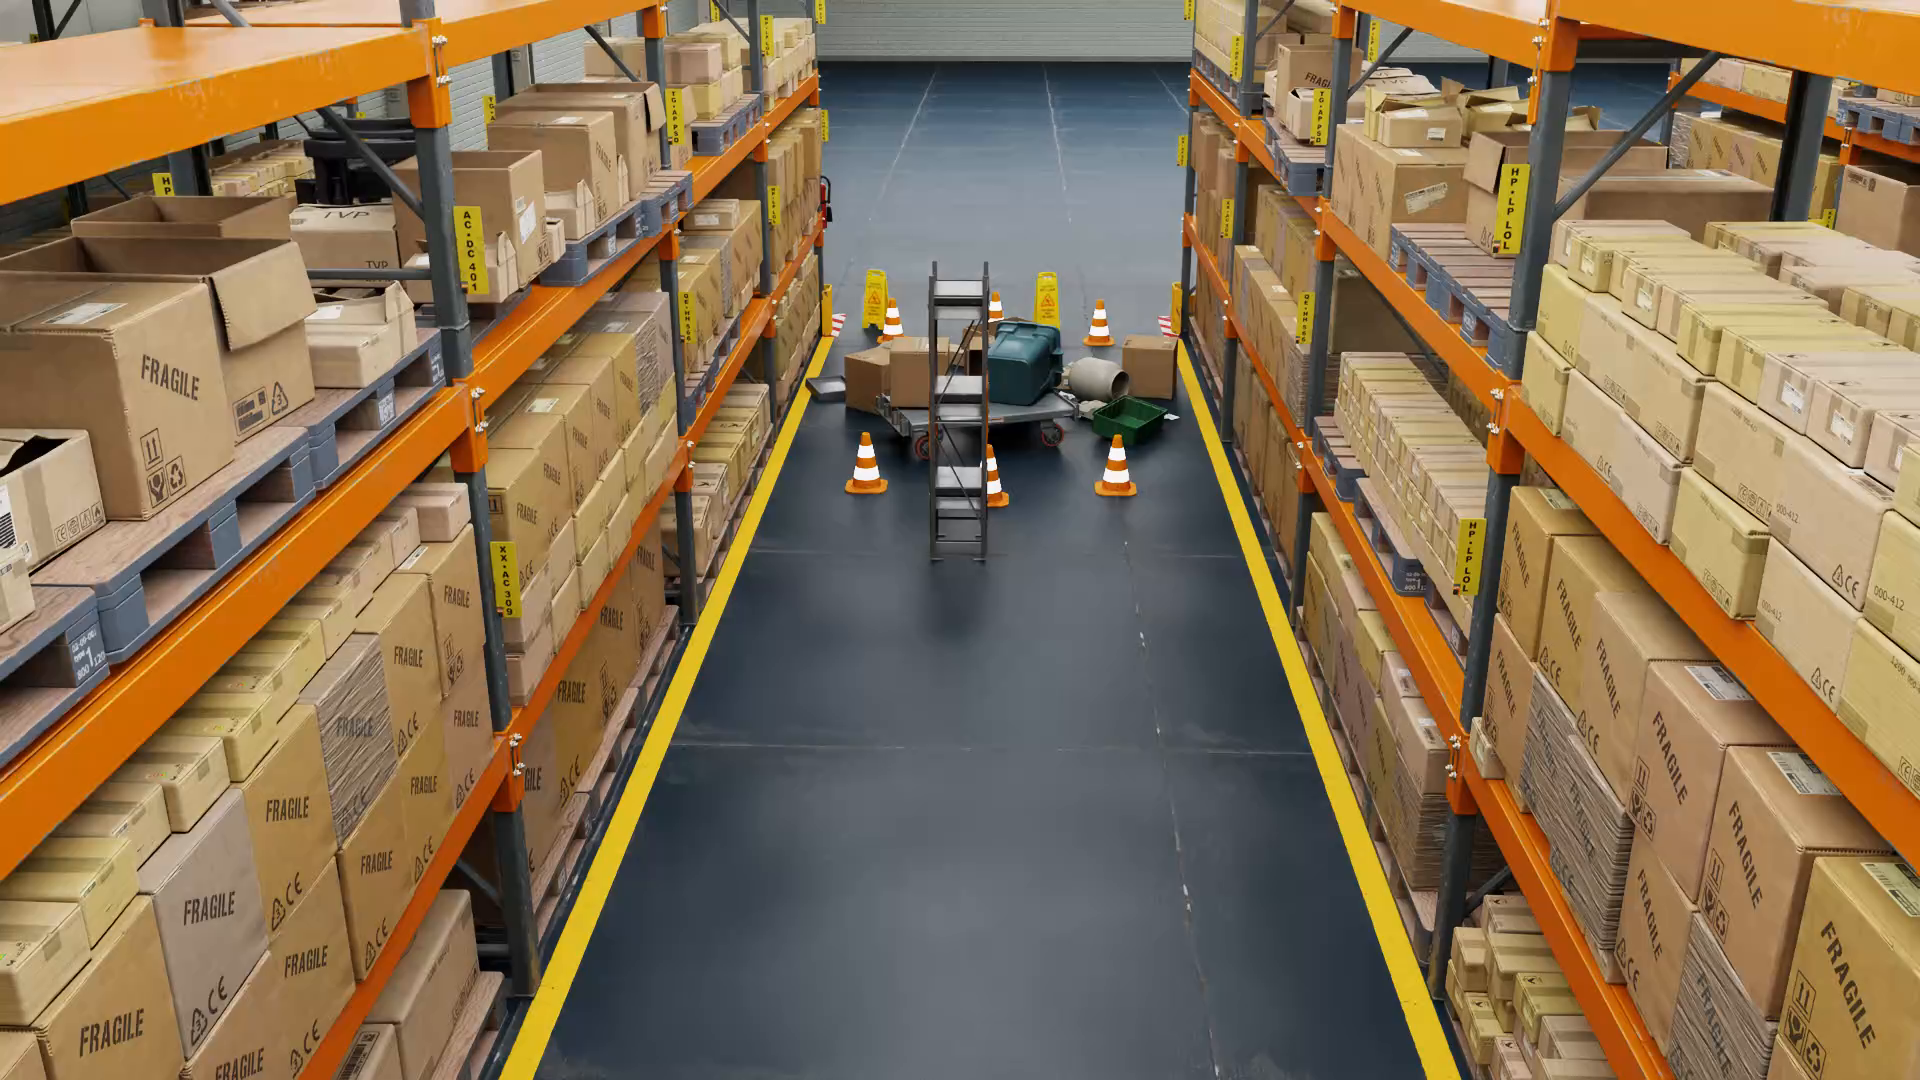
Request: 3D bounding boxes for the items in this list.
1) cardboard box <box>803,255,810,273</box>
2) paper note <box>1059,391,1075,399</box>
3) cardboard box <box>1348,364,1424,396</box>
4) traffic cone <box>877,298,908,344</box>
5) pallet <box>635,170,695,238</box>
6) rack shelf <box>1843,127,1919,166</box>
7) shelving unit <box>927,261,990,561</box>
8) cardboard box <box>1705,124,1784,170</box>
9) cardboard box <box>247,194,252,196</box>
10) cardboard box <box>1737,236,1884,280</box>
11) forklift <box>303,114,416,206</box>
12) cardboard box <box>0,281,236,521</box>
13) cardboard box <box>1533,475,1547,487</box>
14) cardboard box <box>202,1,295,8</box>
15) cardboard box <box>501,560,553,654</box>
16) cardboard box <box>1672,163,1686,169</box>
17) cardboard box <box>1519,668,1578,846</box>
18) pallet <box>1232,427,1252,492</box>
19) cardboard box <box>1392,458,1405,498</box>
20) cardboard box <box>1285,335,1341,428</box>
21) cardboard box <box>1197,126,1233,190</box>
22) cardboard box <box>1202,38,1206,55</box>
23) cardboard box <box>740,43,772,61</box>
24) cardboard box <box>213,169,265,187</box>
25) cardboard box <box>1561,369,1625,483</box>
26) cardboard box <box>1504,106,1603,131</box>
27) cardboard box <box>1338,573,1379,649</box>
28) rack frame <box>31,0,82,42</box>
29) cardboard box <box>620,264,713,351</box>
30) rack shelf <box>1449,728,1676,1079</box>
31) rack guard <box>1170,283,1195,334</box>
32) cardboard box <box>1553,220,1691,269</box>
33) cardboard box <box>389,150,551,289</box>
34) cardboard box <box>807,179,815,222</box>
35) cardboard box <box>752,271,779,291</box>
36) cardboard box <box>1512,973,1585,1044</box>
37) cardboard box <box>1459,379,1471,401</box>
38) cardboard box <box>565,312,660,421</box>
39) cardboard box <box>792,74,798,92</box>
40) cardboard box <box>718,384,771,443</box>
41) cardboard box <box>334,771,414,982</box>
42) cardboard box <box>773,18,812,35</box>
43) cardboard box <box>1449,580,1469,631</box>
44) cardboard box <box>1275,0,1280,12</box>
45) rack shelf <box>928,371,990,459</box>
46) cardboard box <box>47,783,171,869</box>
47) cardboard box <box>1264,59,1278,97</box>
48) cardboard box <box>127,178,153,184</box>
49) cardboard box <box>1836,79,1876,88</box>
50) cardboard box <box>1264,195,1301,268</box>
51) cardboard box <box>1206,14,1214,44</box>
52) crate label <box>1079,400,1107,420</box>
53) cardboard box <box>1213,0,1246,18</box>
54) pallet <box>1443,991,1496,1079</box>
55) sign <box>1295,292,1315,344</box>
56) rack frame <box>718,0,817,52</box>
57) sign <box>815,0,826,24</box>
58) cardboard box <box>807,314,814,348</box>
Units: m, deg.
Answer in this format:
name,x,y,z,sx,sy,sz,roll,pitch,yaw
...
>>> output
name,x,y,z,sx,sy,sz,roll,pitch,yaw
cardboard box,-1.726,-2.792,16.866,0.380,0.149,0.250,1,21,3
paper note,1.034,-1.403,16.112,0.172,0.023,0.155,8,23,20
cardboard box,2.487,-0.927,9.715,0.380,0.149,0.250,0,21,0
traffic cone,-0.731,-2.391,18.052,0.336,0.463,0.334,1,21,2
pallet,-2.217,-1.928,9.465,1.213,0.211,1.003,2,21,4
rack shelf,7.715,-2.528,11.745,1.077,0.370,4.000,1,21,2
shelving unit,-0.005,-0.919,11.995,0.431,2.100,0.503,1,21,2
cardboard box,7.573,-3.728,16.060,0.500,0.500,0.500,1,21,2
cardboard box,-6.750,-3.088,15.307,0.380,0.149,0.250,1,21,3
cardboard box,2.844,-0.922,5.577,0.380,0.149,0.250,1,21,3
forklift,-4.527,-2.074,13.823,1.130,2.935,3.031,1,21,2
cardboard box,-2.283,-0.373,4.340,0.500,0.500,0.500,1,21,3
cardboard box,3.085,-0.216,8.294,0.380,0.149,0.250,0,21,1
cardboard box,-6.870,-4.952,16.142,0.700,0.500,0.500,1,21,2
cardboard box,-2.077,0.276,7.187,0.500,0.250,0.500,0,21,0
cardboard box,7.854,-3.621,17.165,0.875,0.500,0.500,1,21,2
cardboard box,2.304,0.783,5.814,0.500,0.500,0.500,1,21,2
pallet,2.874,-0.699,14.040,1.003,0.211,1.213,1,21,2
cardboard box,2.443,-0.314,8.548,0.380,0.149,0.250,1,21,4
cardboard box,2.445,-1.045,10.938,0.500,0.500,0.500,1,21,2
cardboard box,2.816,-3.764,16.384,0.875,0.550,0.550,1,21,2
cardboard box,2.590,-4.854,16.375,0.380,0.149,0.250,1,21,2
cardboard box,-1.815,-4.155,14.189,0.380,0.149,0.250,1,21,3
cardboard box,-6.824,-3.417,15.742,0.380,0.149,0.250,1,21,1
cardboard box,2.294,-0.369,5.395,0.500,0.250,0.500,0,21,1
cardboard box,2.929,-2.020,8.246,0.396,0.266,0.258,1,21,2
cardboard box,2.394,0.396,9.201,0.500,0.250,0.500,1,21,2
rack frame,-7.091,-5.147,13.355,1.000,3.000,0.127,1,21,2
cardboard box,-1.997,-1.581,11.326,0.500,0.500,0.500,2,21,4
rack shelf,2.518,1.672,5.068,1.077,0.370,4.000,1,21,2
rack guard,2.944,-2.569,18.458,1.175,0.500,0.348,1,21,2
cardboard box,2.327,-1.032,5.859,0.380,0.149,0.250,0,21,1
cardboard box,-2.056,-1.361,7.024,0.500,0.500,0.500,0,21,1
cardboard box,-1.768,-3.548,16.978,0.500,0.500,0.500,1,21,2
cardboard box,-1.799,-2.290,14.632,0.380,0.149,0.250,1,21,1
cardboard box,2.335,1.782,6.326,0.380,0.149,0.250,0,21,1
cardboard box,3.133,-0.916,9.687,0.380,0.149,0.250,0,21,1
cardboard box,-2.012,-0.988,9.409,0.500,0.500,0.500,1,21,3
cardboard box,-1.741,-4.337,15.760,0.380,0.149,0.250,0,21,1
cardboard box,-2.143,-1.078,14.213,0.950,0.372,0.625,1,21,2
cardboard box,-2.142,1.087,5.442,0.500,0.500,0.500,0,21,1
cardboard box,-1.723,-5.271,17.065,0.380,0.149,0.250,1,21,2
cardboard box,2.400,0.295,7.389,0.380,0.149,0.250,1,21,2
cardboard box,3.240,-5.129,15.979,0.380,0.149,0.250,1,21,2
rack shelf,-0.005,-0.906,12.000,0.431,0.518,0.480,1,21,2
cardboard box,-2.202,0.722,4.104,0.380,0.149,0.250,1,21,2
cardboard box,2.554,-3.642,13.089,0.258,0.266,0.396,0,21,1
cardboard box,-7.394,-3.234,15.271,0.380,0.149,0.250,0,21,1
cardboard box,7.497,-3.823,13.745,0.380,0.149,0.250,1,21,3
cardboard box,2.799,-2.426,13.115,0.700,0.500,0.500,0,21,1
cardboard box,2.643,-4.897,15.935,0.500,0.250,0.500,0,21,1
crate label,1.240,-1.204,15.443,0.298,0.136,0.250,-16,26,-35
cardboard box,2.568,-4.952,15.523,0.380,0.149,0.250,1,21,2
pallet,2.593,2.157,6.679,1.003,0.211,1.213,1,21,2
sign,2.145,-1.378,10.332,0.100,0.325,0.005,1,21,2
rack frame,-2.007,-6.540,16.945,1.000,3.000,0.127,1,21,2
sign,-1.453,-5.541,17.293,0.100,0.325,0.005,1,21,2
cardboard box,-1.787,-2.175,17.208,0.500,0.250,0.500,1,21,2
